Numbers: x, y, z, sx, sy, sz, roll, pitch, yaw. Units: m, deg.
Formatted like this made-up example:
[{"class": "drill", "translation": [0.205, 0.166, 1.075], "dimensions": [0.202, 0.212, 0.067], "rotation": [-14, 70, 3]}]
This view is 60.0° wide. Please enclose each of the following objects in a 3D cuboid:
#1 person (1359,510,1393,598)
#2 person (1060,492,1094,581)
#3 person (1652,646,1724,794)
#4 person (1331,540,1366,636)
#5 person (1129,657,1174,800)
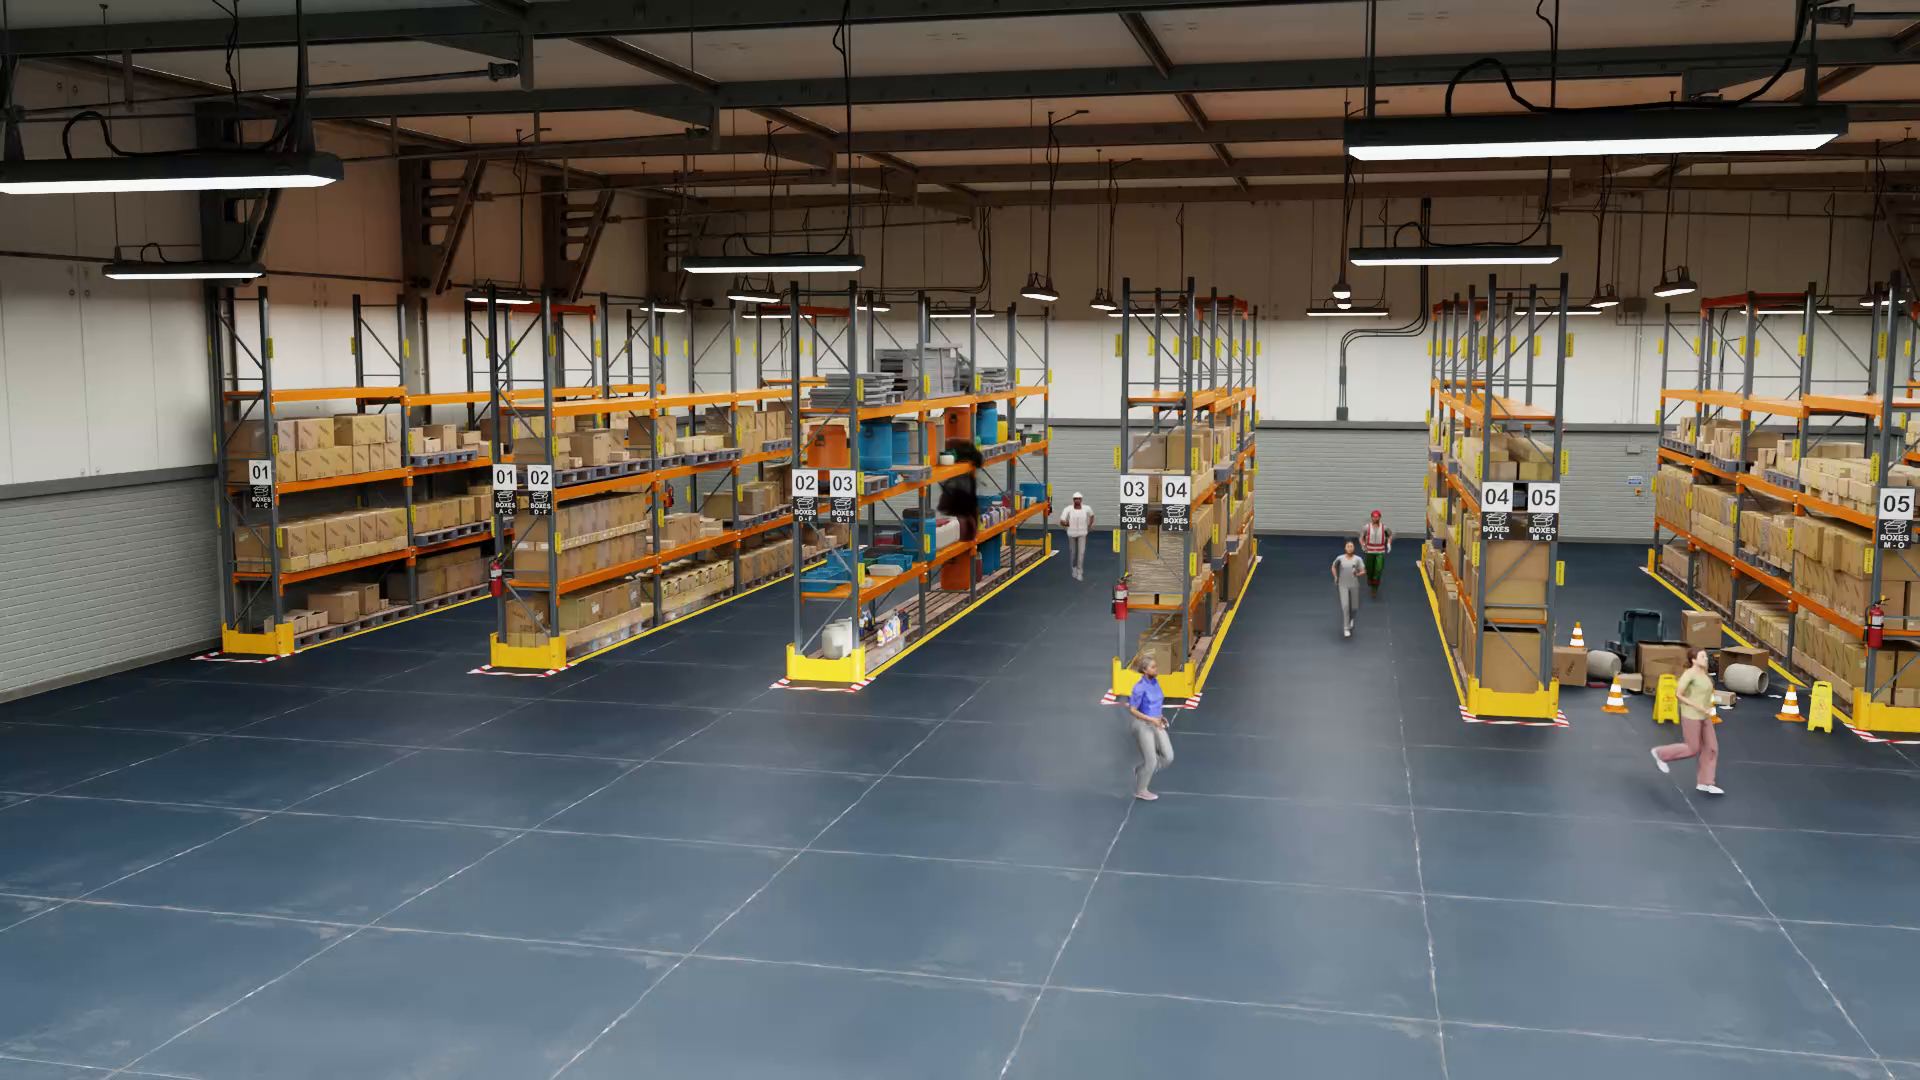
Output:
[{"class": "person", "translation": [8.452, 0.261, 33.792], "dimensions": [0.669, 1.748, 0.848], "rotation": [1, 7, 13]}, {"class": "person", "translation": [2.398, -0.079, 34.038], "dimensions": [0.701, 1.802, 0.901], "rotation": [0, 7, 3]}, {"class": "person", "translation": [8.346, 2.022, 18.961], "dimensions": [0.580, 1.652, 0.843], "rotation": [-5, 8, -37]}, {"class": "person", "translation": [6.812, 0.824, 29.179], "dimensions": [0.575, 1.645, 0.918], "rotation": [1, 7, 8]}, {"class": "person", "translation": [2.121, 2.096, 18.423], "dimensions": [0.524, 1.598, 0.550], "rotation": [5, 9, 39]}]
